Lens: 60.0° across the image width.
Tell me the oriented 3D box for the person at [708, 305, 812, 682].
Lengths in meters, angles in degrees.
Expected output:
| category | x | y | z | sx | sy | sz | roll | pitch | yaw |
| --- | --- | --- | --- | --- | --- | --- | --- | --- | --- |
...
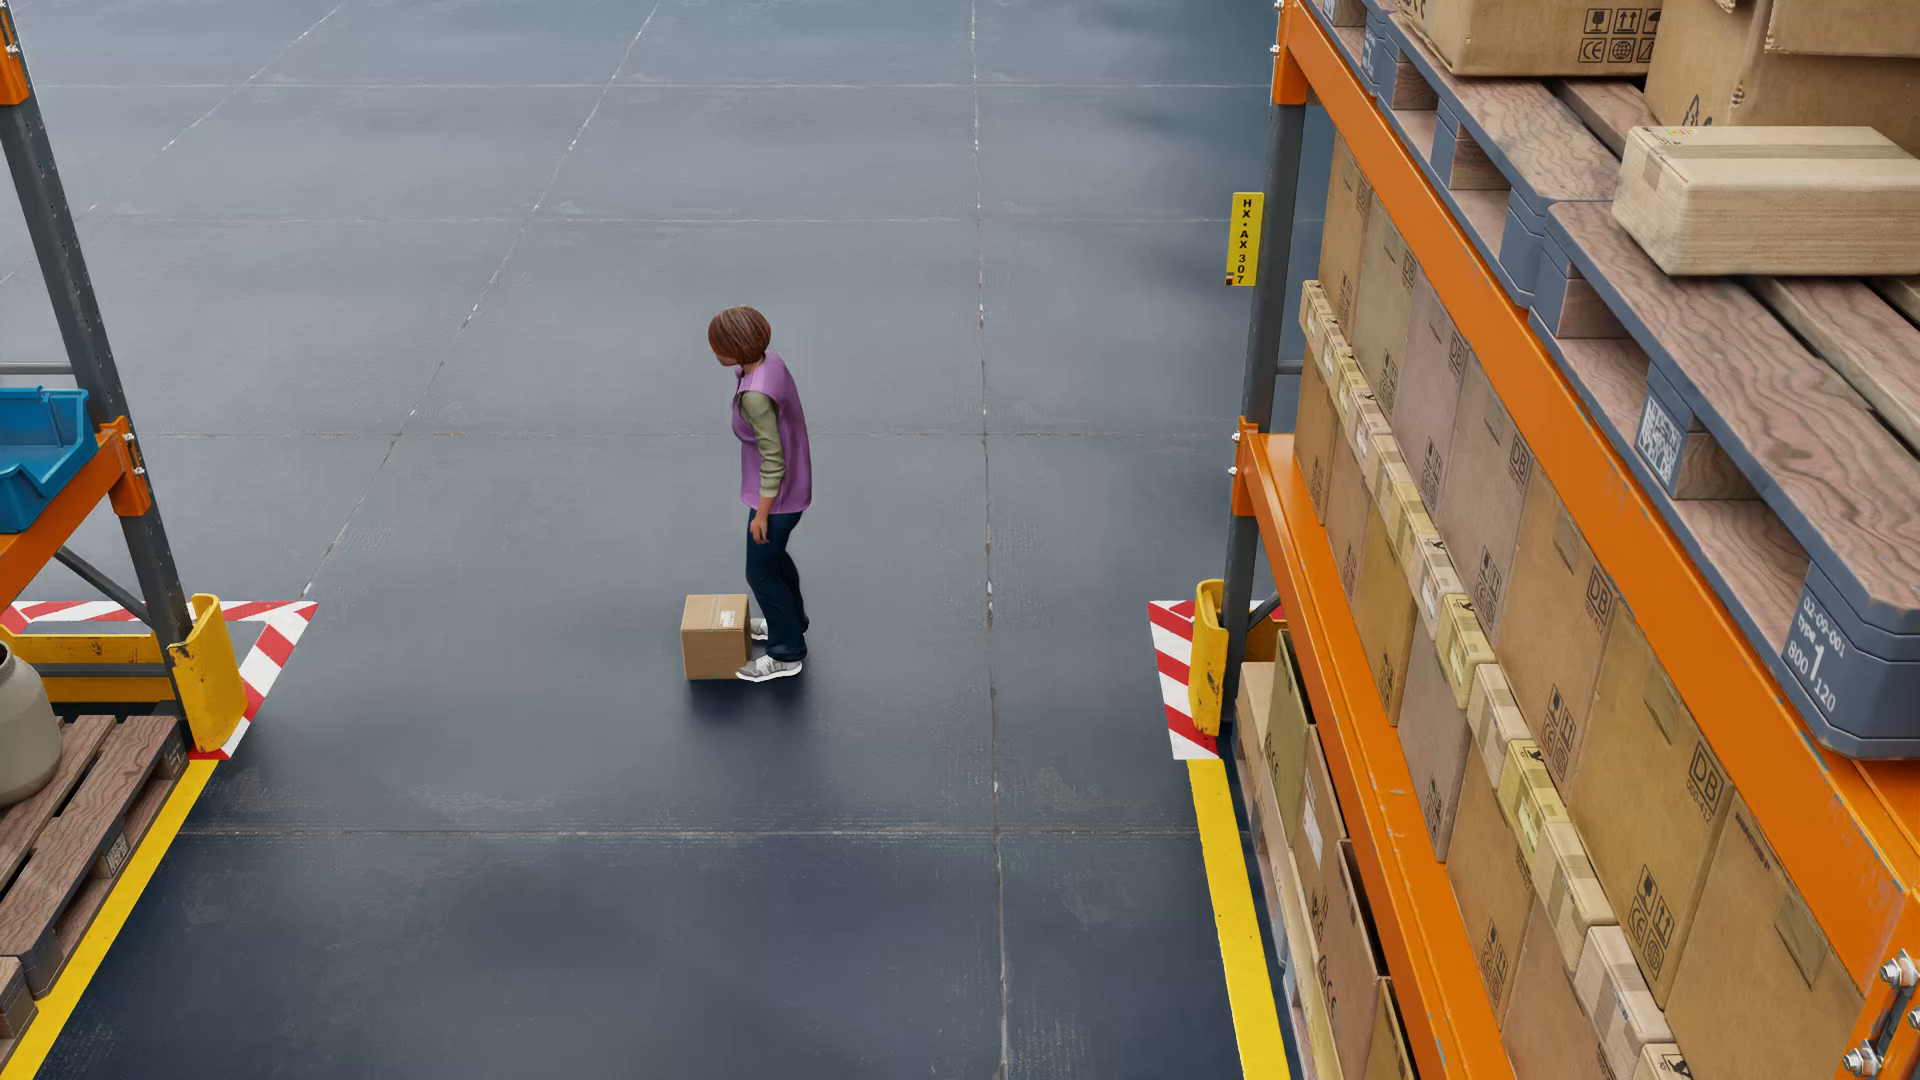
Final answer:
| category | x | y | z | sx | sy | sz | roll | pitch | yaw |
| --- | --- | --- | --- | --- | --- | --- | --- | --- | --- |
| person | -0.744 | -0.179 | 6.435 | 0.349 | 1.591 | 0.480 | -2 | 32 | -3 |
